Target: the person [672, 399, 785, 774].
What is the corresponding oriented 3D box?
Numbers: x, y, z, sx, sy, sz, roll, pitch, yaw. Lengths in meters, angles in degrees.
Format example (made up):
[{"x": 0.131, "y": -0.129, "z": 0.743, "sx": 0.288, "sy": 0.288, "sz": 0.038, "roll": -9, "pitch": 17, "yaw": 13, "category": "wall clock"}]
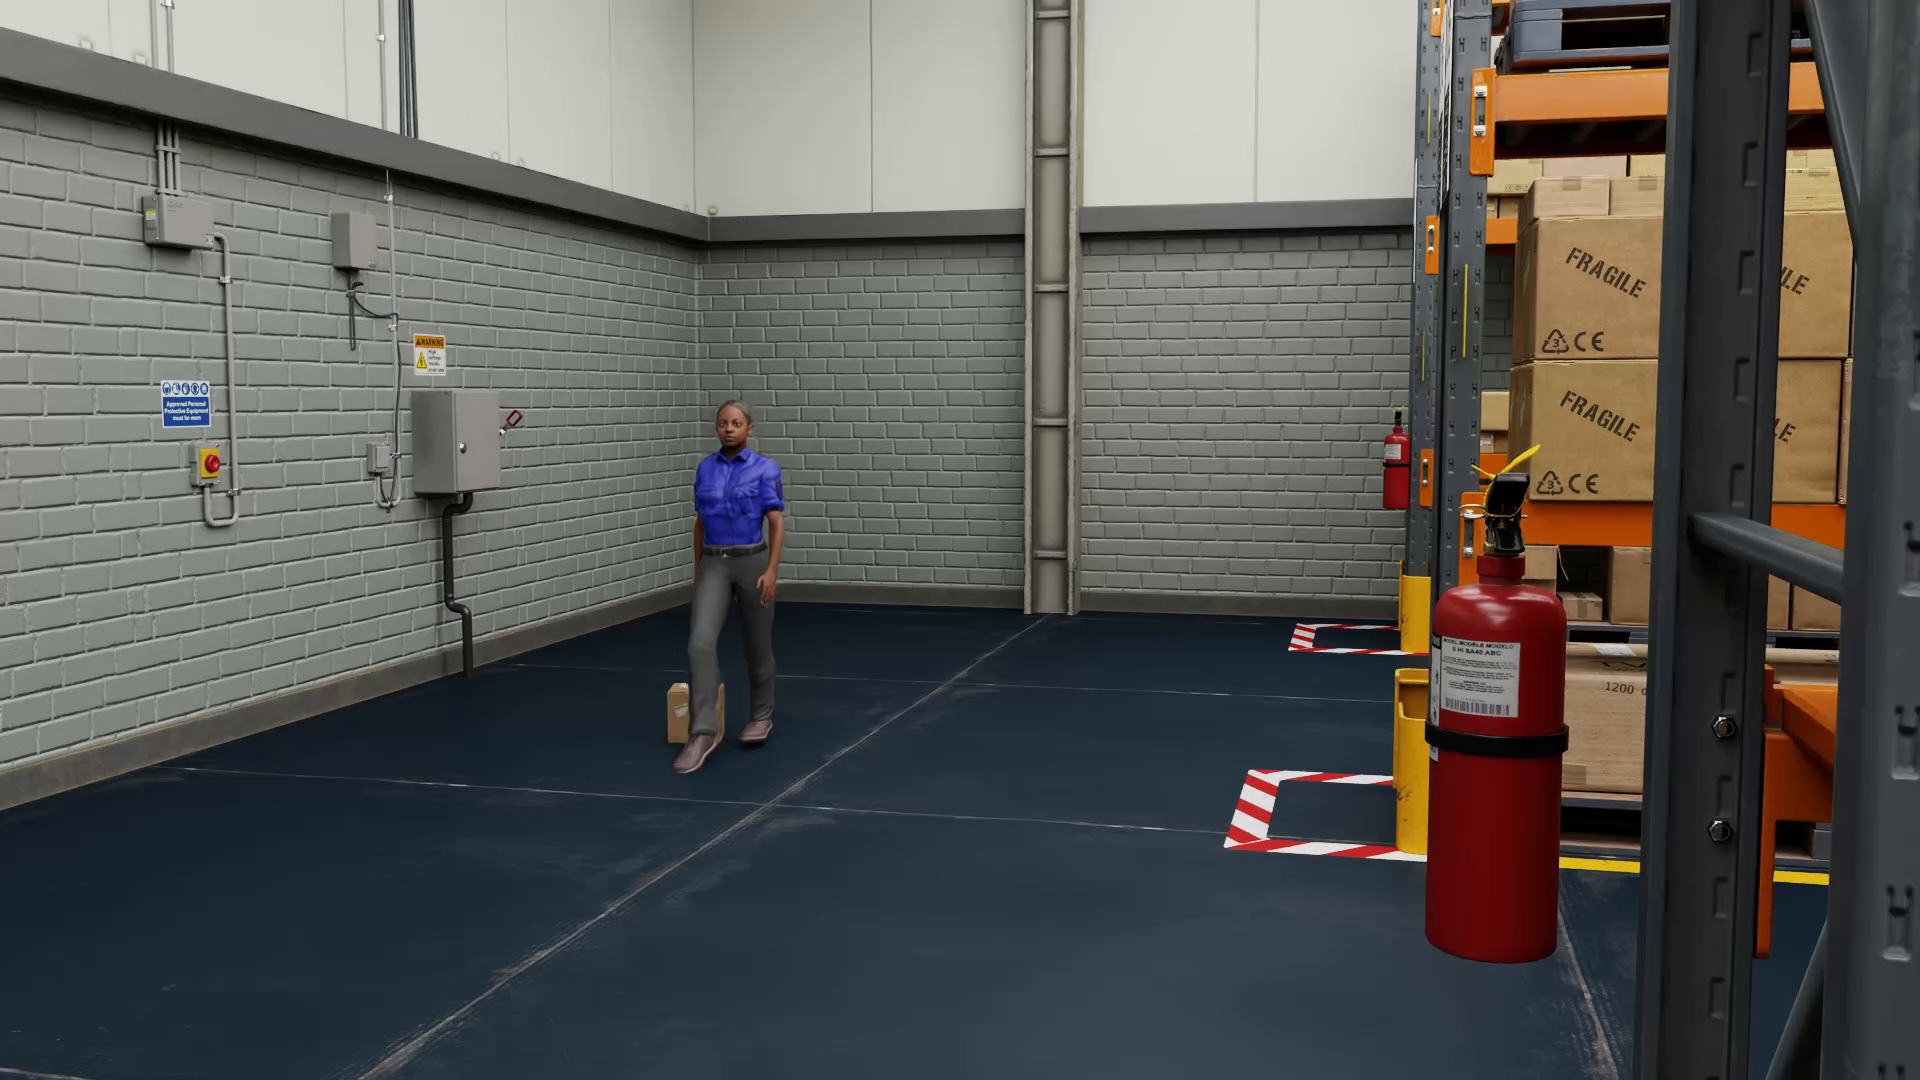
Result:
[{"x": -1.052, "y": 0.185, "z": 7.695, "sx": 0.488, "sy": 1.667, "sz": 0.806, "roll": 1, "pitch": 5, "yaw": 7, "category": "person"}]
